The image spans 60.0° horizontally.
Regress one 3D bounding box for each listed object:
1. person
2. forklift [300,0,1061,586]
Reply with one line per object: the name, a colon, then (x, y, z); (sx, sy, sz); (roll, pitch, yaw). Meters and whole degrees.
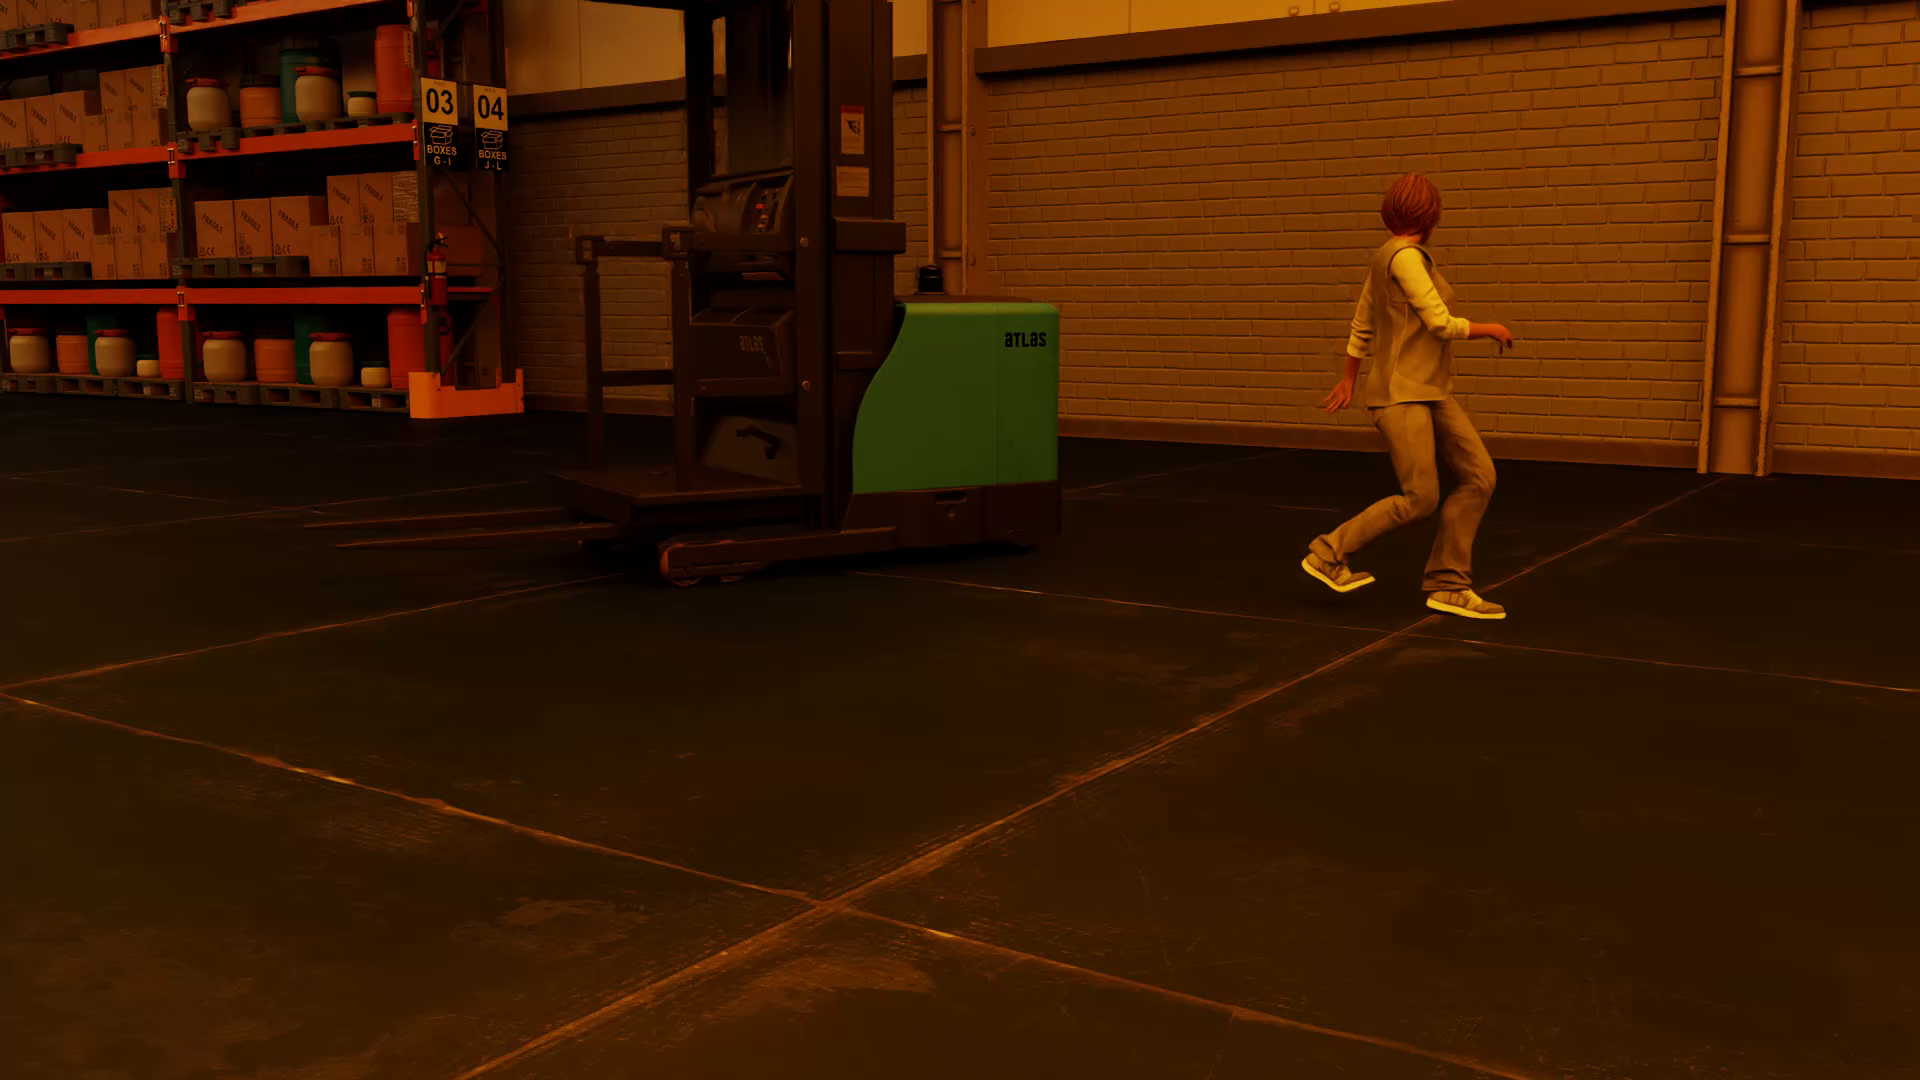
person: (1.565, -0.497, 5.787); (0.720, 1.524, 0.465); (4, 9, 29)
forklift: (-1.082, -1.358, 6.742); (3.031, 2.935, 1.130); (-5, 9, -31)
